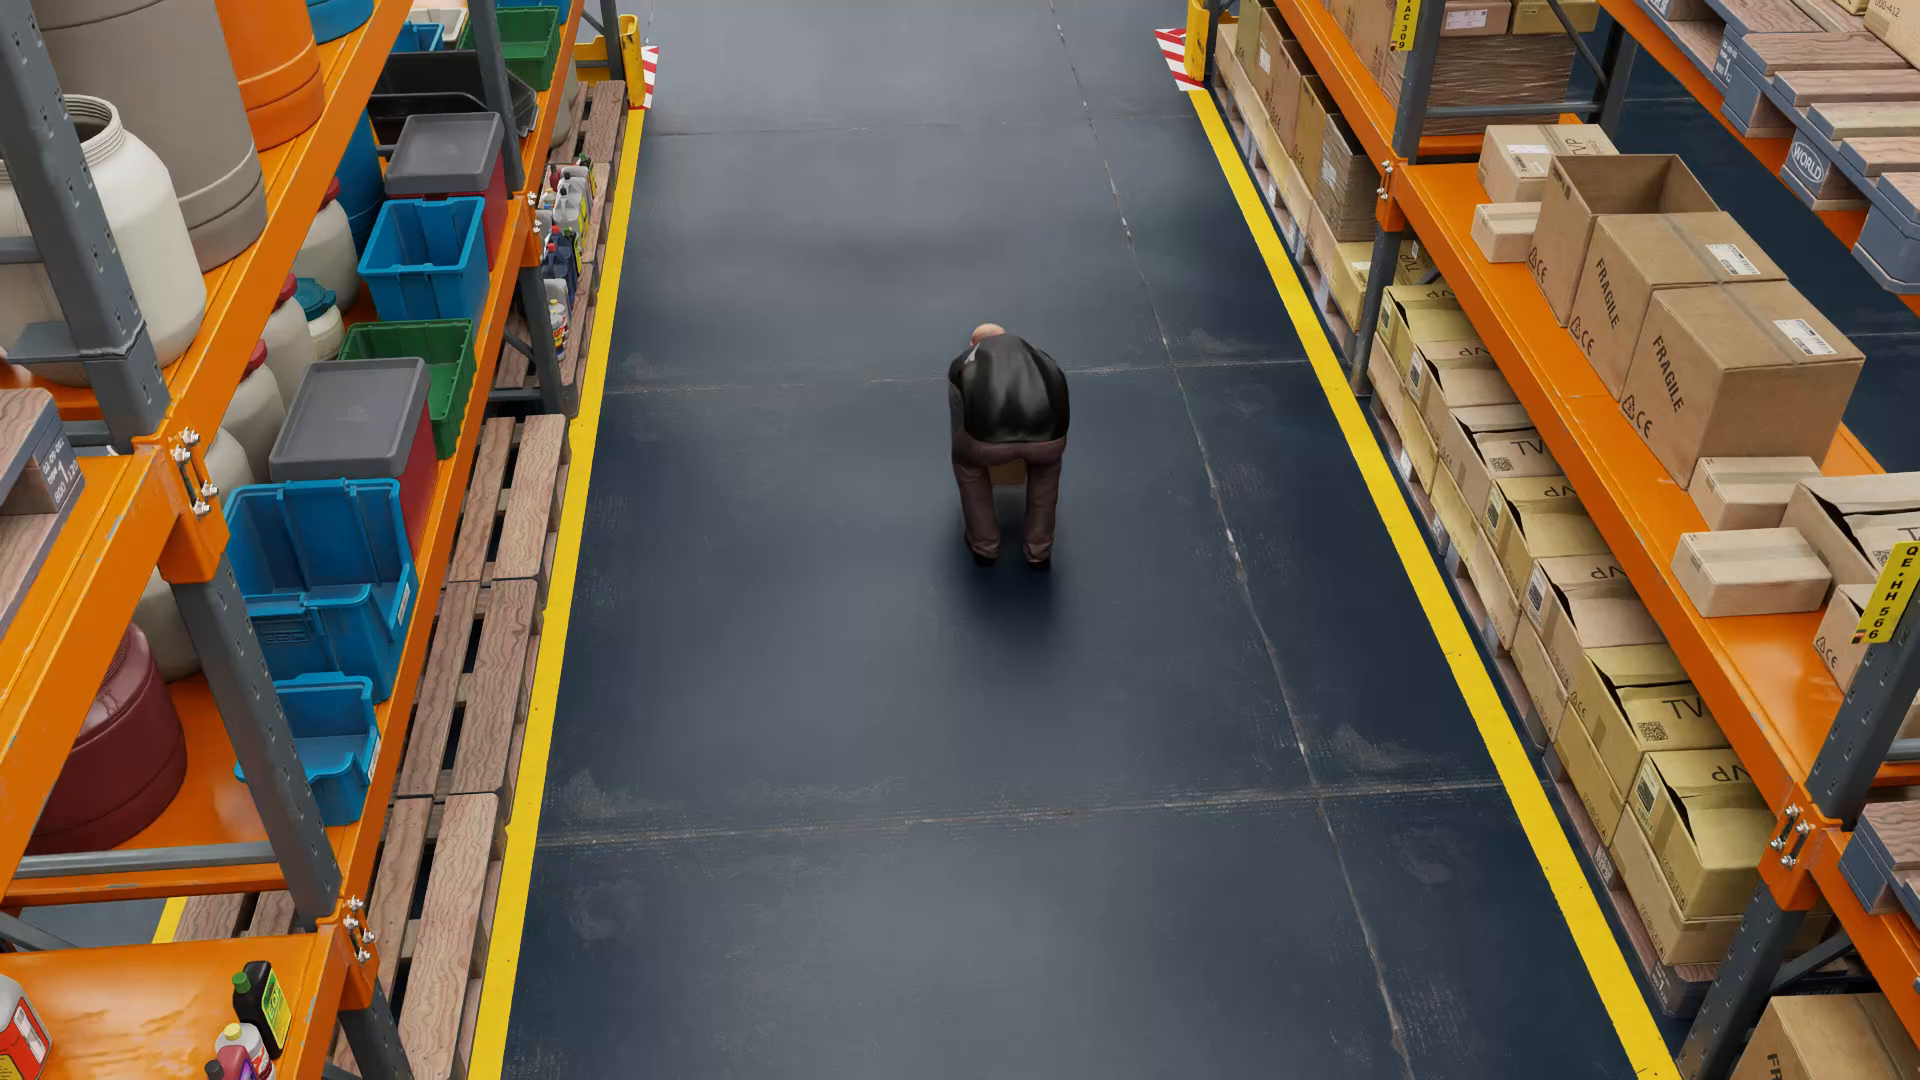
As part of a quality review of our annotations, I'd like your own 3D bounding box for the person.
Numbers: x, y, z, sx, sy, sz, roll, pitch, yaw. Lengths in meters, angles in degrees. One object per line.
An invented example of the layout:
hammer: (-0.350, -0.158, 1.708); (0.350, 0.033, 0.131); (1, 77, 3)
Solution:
person: (0.195, -0.455, 7.280); (0.483, 1.041, 0.952); (-5, 39, -6)
